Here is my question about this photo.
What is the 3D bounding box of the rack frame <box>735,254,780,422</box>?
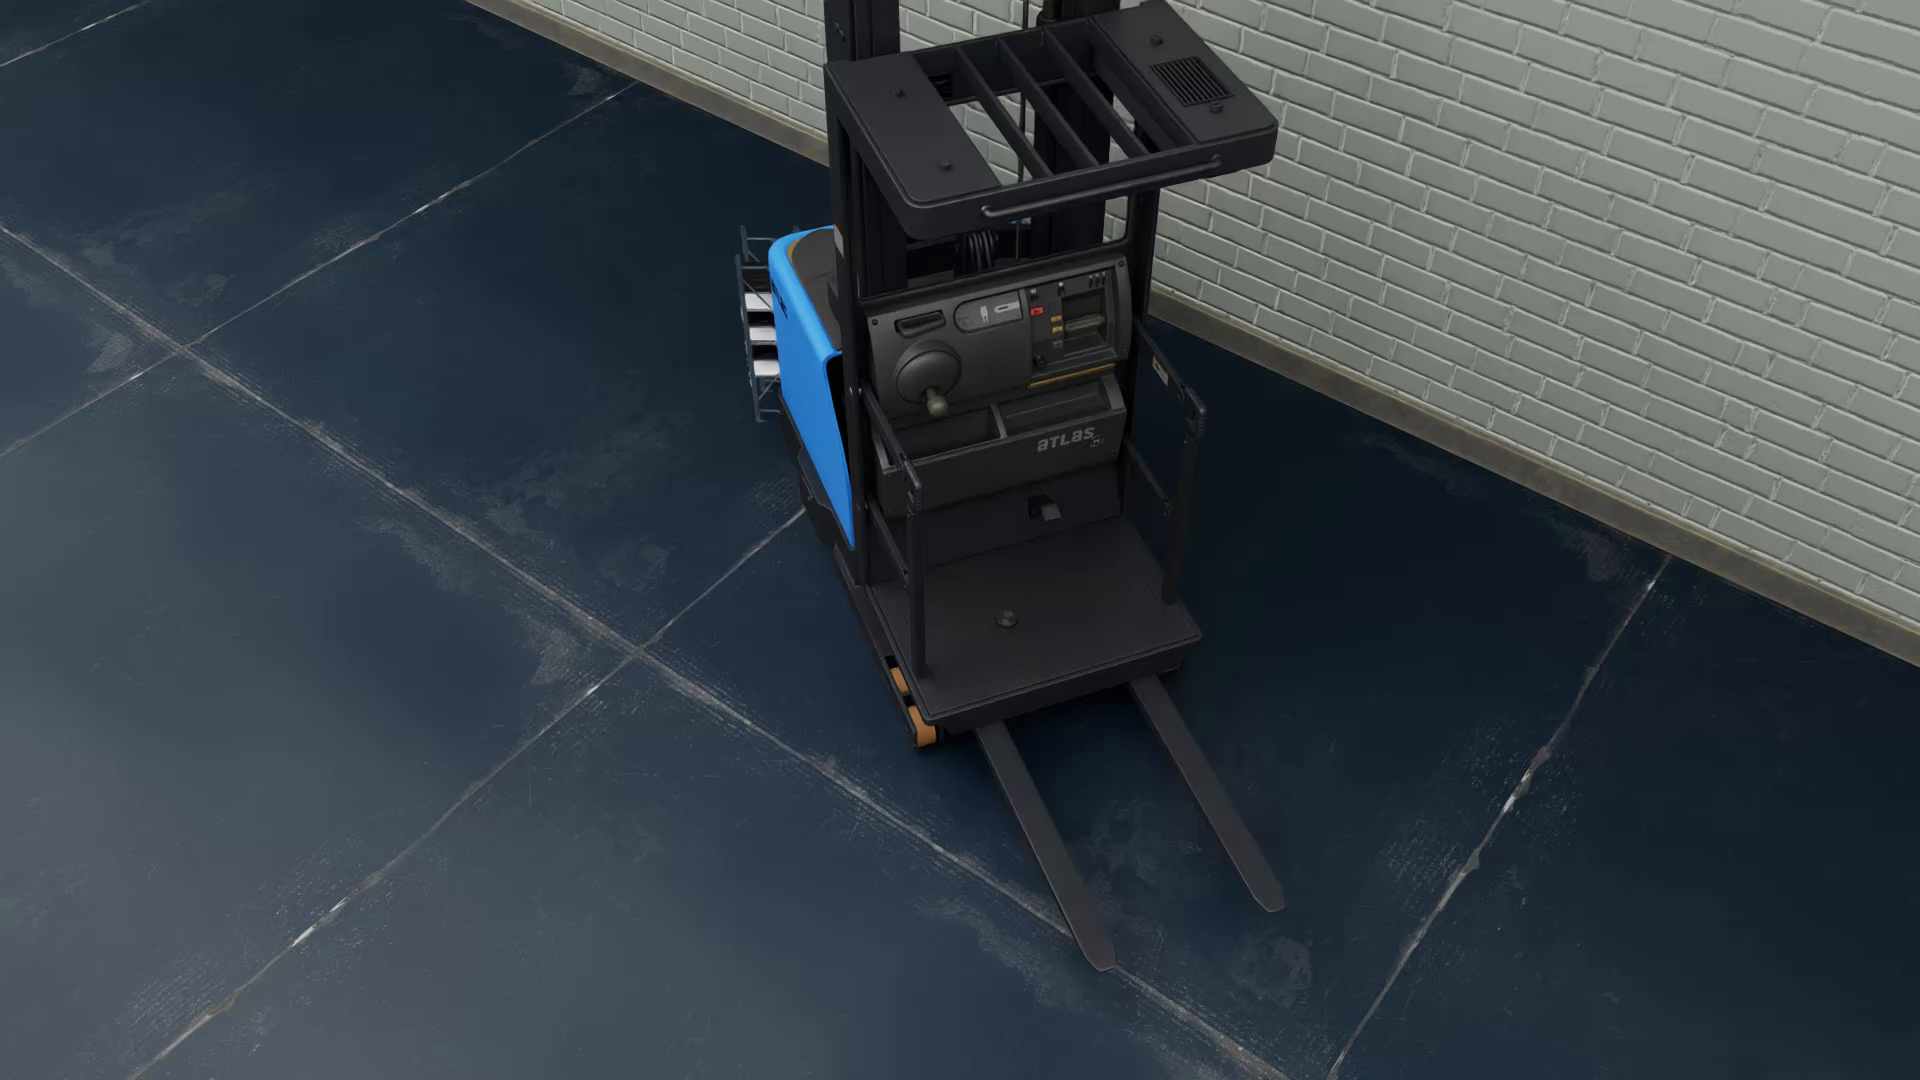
[{"bbox_3d":[-0.793,-0.846,7.094,0.240,0.900,0.006,0,45,1],"label":"rack frame"}]

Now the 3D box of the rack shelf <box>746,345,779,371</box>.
[{"bbox_3d":[-0.790,-0.832,7.253,0.258,0.077,0.200,0,45,1],"label":"rack shelf"}]

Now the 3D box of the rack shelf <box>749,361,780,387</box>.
[{"bbox_3d":[-0.789,-0.768,7.317,0.258,0.077,0.200,0,45,1],"label":"rack shelf"}]

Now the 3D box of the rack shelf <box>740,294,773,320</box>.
[{"bbox_3d":[-0.793,-1.021,7.060,0.258,0.077,0.200,0,45,1],"label":"rack shelf"}]

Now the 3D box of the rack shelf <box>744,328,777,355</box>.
[{"bbox_3d":[-0.791,-0.895,7.189,0.258,0.077,0.200,0,45,1],"label":"rack shelf"}]

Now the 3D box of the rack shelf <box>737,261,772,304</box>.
[{"bbox_3d":[-0.794,-1.084,6.996,0.258,0.077,0.200,0,45,1],"label":"rack shelf"}]

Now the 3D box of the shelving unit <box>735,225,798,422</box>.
[{"bbox_3d":[-0.791,-0.918,7.165,0.258,0.900,0.210,0,45,1],"label":"shelving unit"}]

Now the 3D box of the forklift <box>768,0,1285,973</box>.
[{"bbox_3d":[0.220,-0.591,5.452,1.130,2.935,3.031,-15,48,-14],"label":"forklift"}]

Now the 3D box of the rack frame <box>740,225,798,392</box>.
[{"bbox_3d":[-0.789,-0.991,7.236,0.240,0.900,0.006,0,45,1],"label":"rack frame"}]

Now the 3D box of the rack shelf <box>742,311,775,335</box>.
[{"bbox_3d":[-0.792,-0.958,7.125,0.258,0.077,0.200,0,45,1],"label":"rack shelf"}]
